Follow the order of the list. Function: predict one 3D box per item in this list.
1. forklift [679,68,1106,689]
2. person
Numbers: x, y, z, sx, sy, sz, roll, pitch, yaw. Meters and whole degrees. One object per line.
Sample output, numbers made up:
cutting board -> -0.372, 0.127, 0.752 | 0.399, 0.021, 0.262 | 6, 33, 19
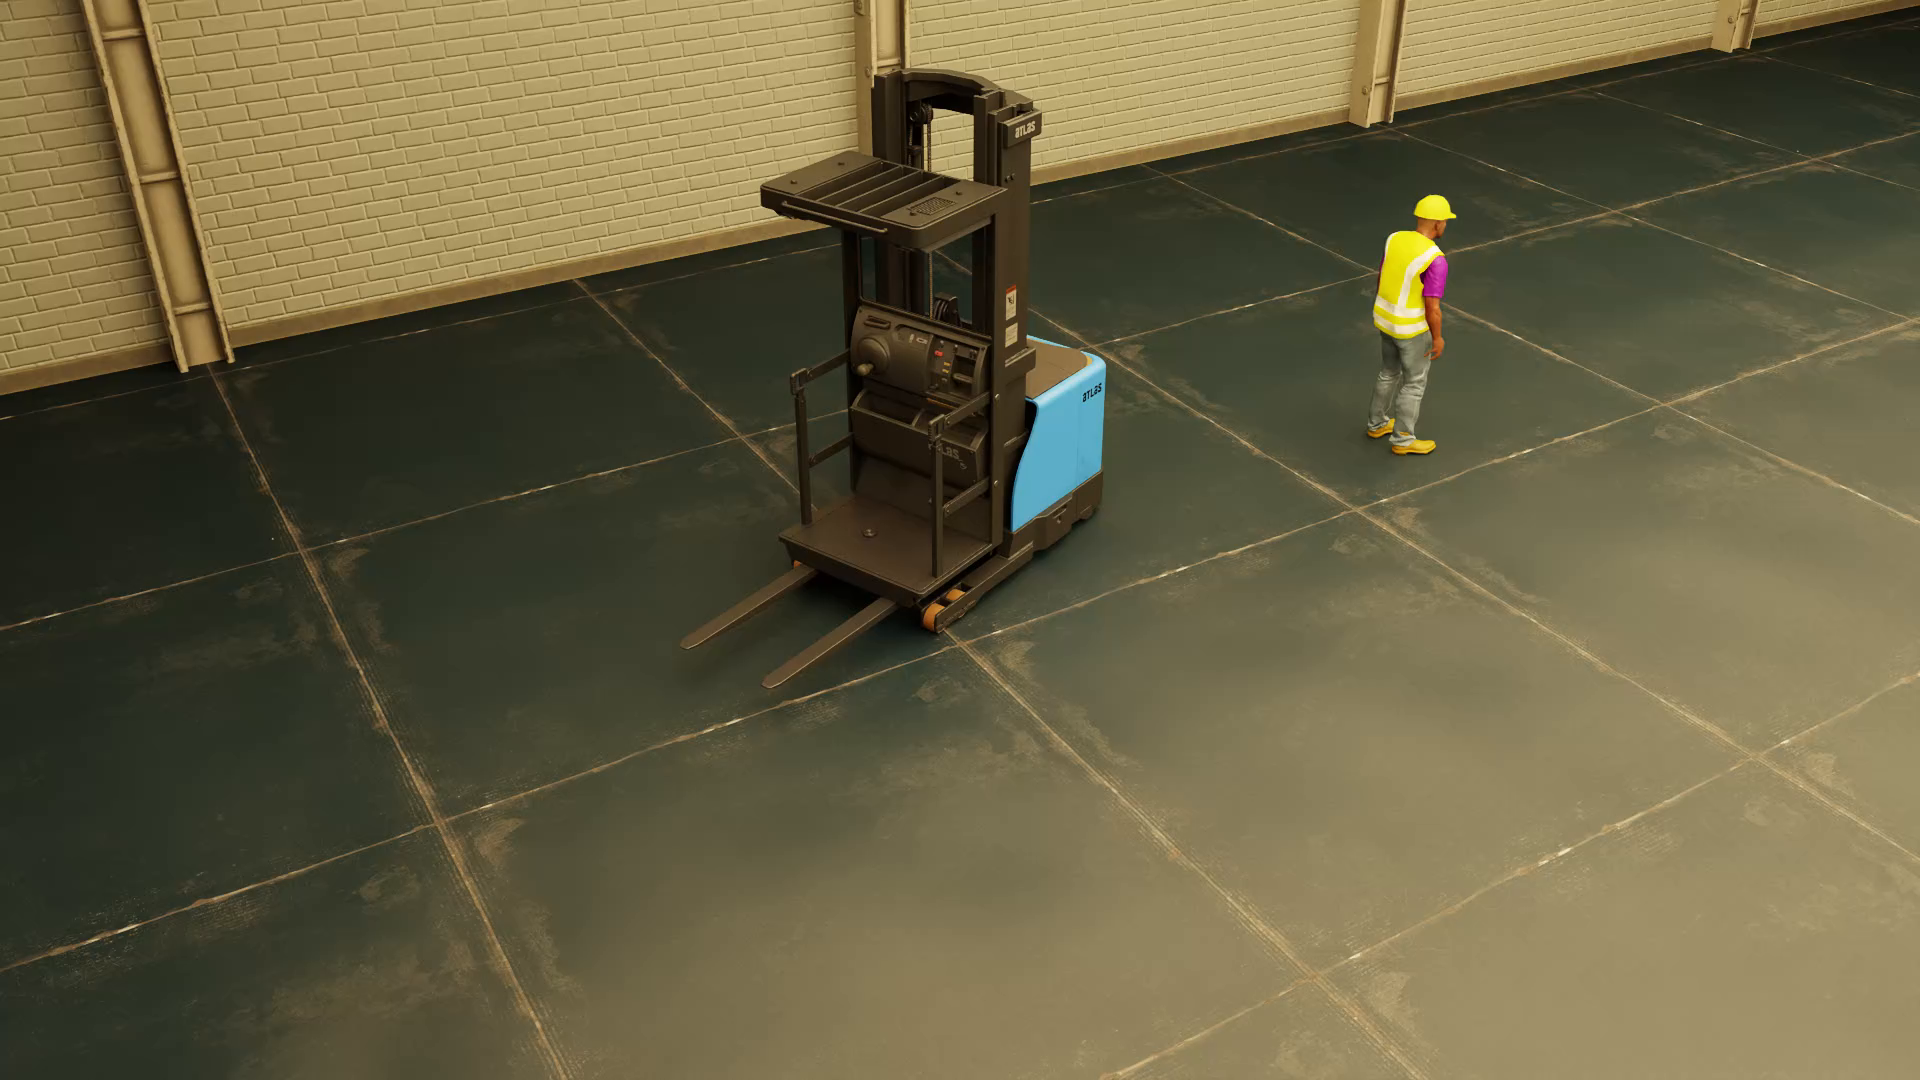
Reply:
forklift -> -0.365, -1.007, 9.329 | 1.130, 2.935, 3.031 | 21, 37, 31
person -> 3.042, -1.460, 11.228 | 0.461, 1.761, 0.627 | -12, 33, -20
